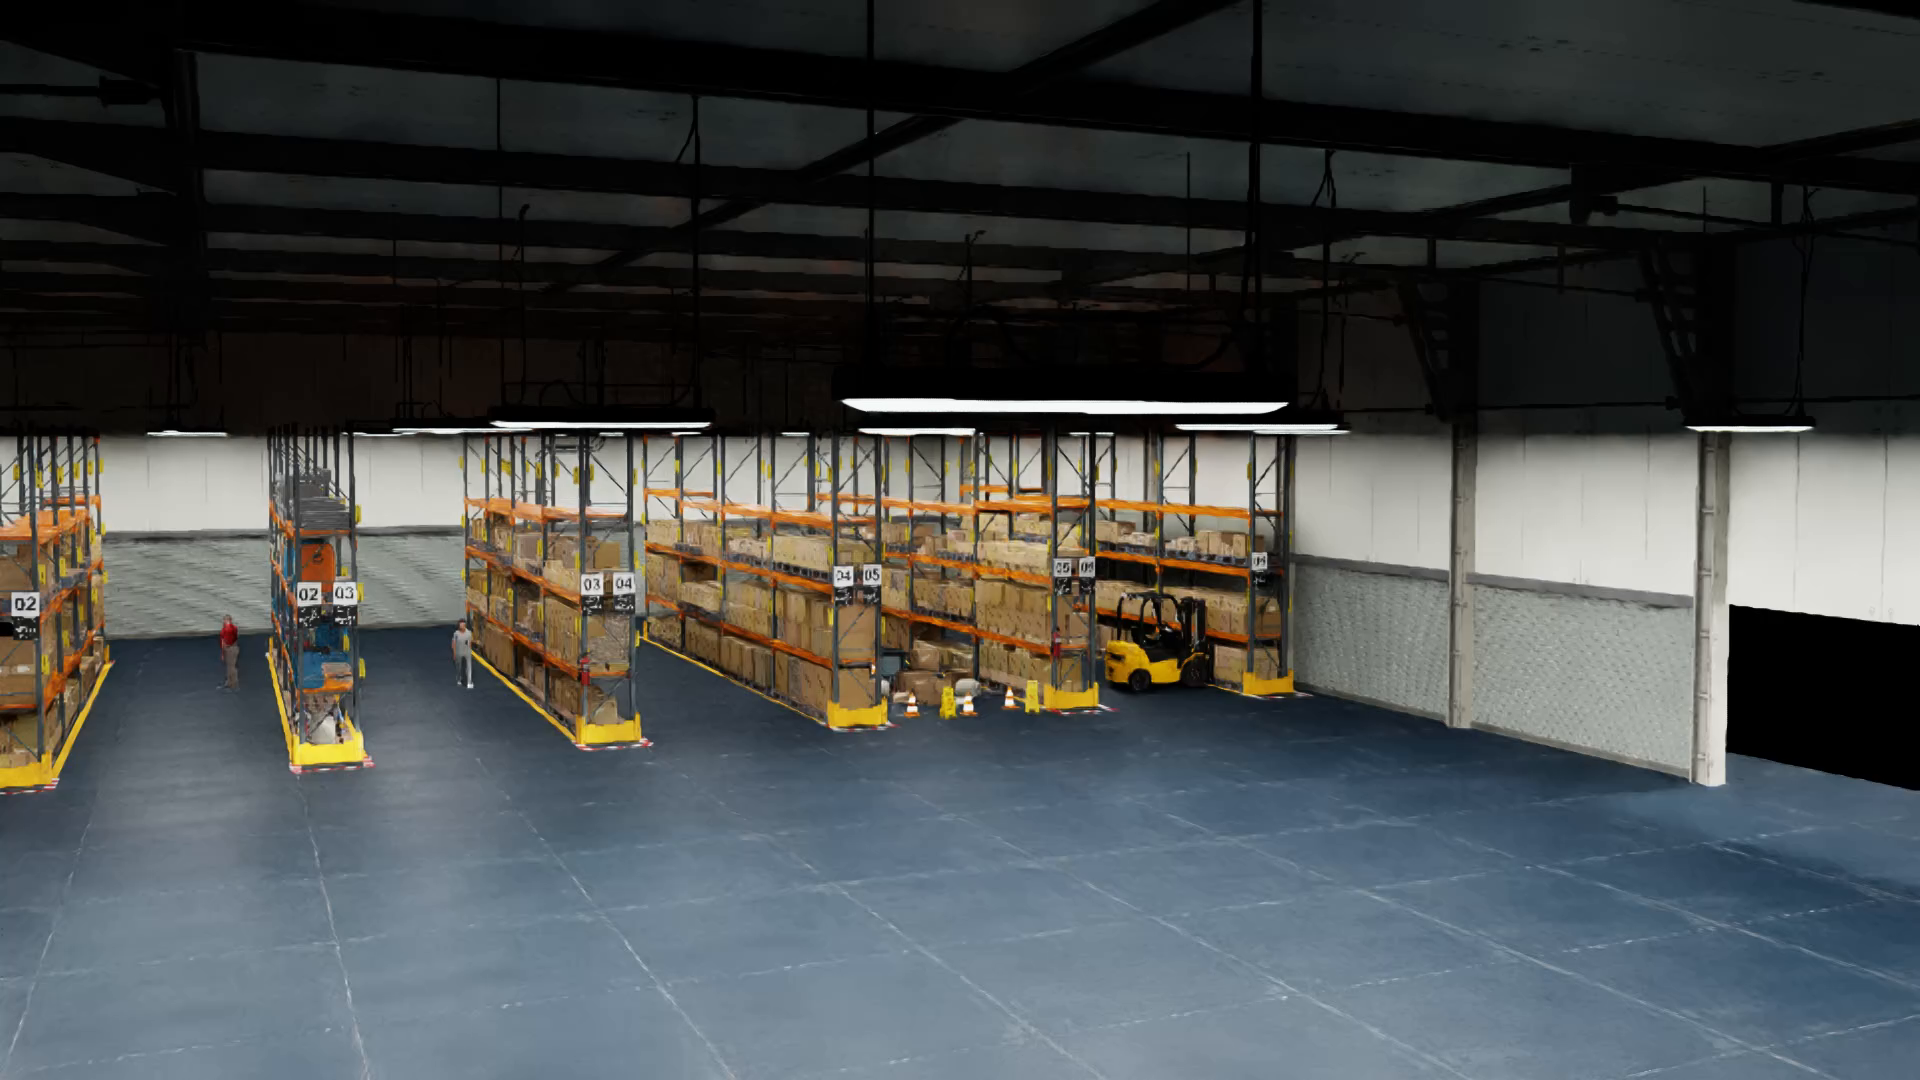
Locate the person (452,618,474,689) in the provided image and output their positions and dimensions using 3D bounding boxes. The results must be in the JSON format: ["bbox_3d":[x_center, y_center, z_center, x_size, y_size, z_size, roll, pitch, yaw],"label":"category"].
[{"bbox_3d":[-11.398,2.585,38.081,0.446,1.590,1.110,-1,4,-22],"label":"person"}]

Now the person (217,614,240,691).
[{"bbox_3d":[-16.606,2.548,37.715,0.592,1.710,0.668,0,3,-3],"label":"person"}]
